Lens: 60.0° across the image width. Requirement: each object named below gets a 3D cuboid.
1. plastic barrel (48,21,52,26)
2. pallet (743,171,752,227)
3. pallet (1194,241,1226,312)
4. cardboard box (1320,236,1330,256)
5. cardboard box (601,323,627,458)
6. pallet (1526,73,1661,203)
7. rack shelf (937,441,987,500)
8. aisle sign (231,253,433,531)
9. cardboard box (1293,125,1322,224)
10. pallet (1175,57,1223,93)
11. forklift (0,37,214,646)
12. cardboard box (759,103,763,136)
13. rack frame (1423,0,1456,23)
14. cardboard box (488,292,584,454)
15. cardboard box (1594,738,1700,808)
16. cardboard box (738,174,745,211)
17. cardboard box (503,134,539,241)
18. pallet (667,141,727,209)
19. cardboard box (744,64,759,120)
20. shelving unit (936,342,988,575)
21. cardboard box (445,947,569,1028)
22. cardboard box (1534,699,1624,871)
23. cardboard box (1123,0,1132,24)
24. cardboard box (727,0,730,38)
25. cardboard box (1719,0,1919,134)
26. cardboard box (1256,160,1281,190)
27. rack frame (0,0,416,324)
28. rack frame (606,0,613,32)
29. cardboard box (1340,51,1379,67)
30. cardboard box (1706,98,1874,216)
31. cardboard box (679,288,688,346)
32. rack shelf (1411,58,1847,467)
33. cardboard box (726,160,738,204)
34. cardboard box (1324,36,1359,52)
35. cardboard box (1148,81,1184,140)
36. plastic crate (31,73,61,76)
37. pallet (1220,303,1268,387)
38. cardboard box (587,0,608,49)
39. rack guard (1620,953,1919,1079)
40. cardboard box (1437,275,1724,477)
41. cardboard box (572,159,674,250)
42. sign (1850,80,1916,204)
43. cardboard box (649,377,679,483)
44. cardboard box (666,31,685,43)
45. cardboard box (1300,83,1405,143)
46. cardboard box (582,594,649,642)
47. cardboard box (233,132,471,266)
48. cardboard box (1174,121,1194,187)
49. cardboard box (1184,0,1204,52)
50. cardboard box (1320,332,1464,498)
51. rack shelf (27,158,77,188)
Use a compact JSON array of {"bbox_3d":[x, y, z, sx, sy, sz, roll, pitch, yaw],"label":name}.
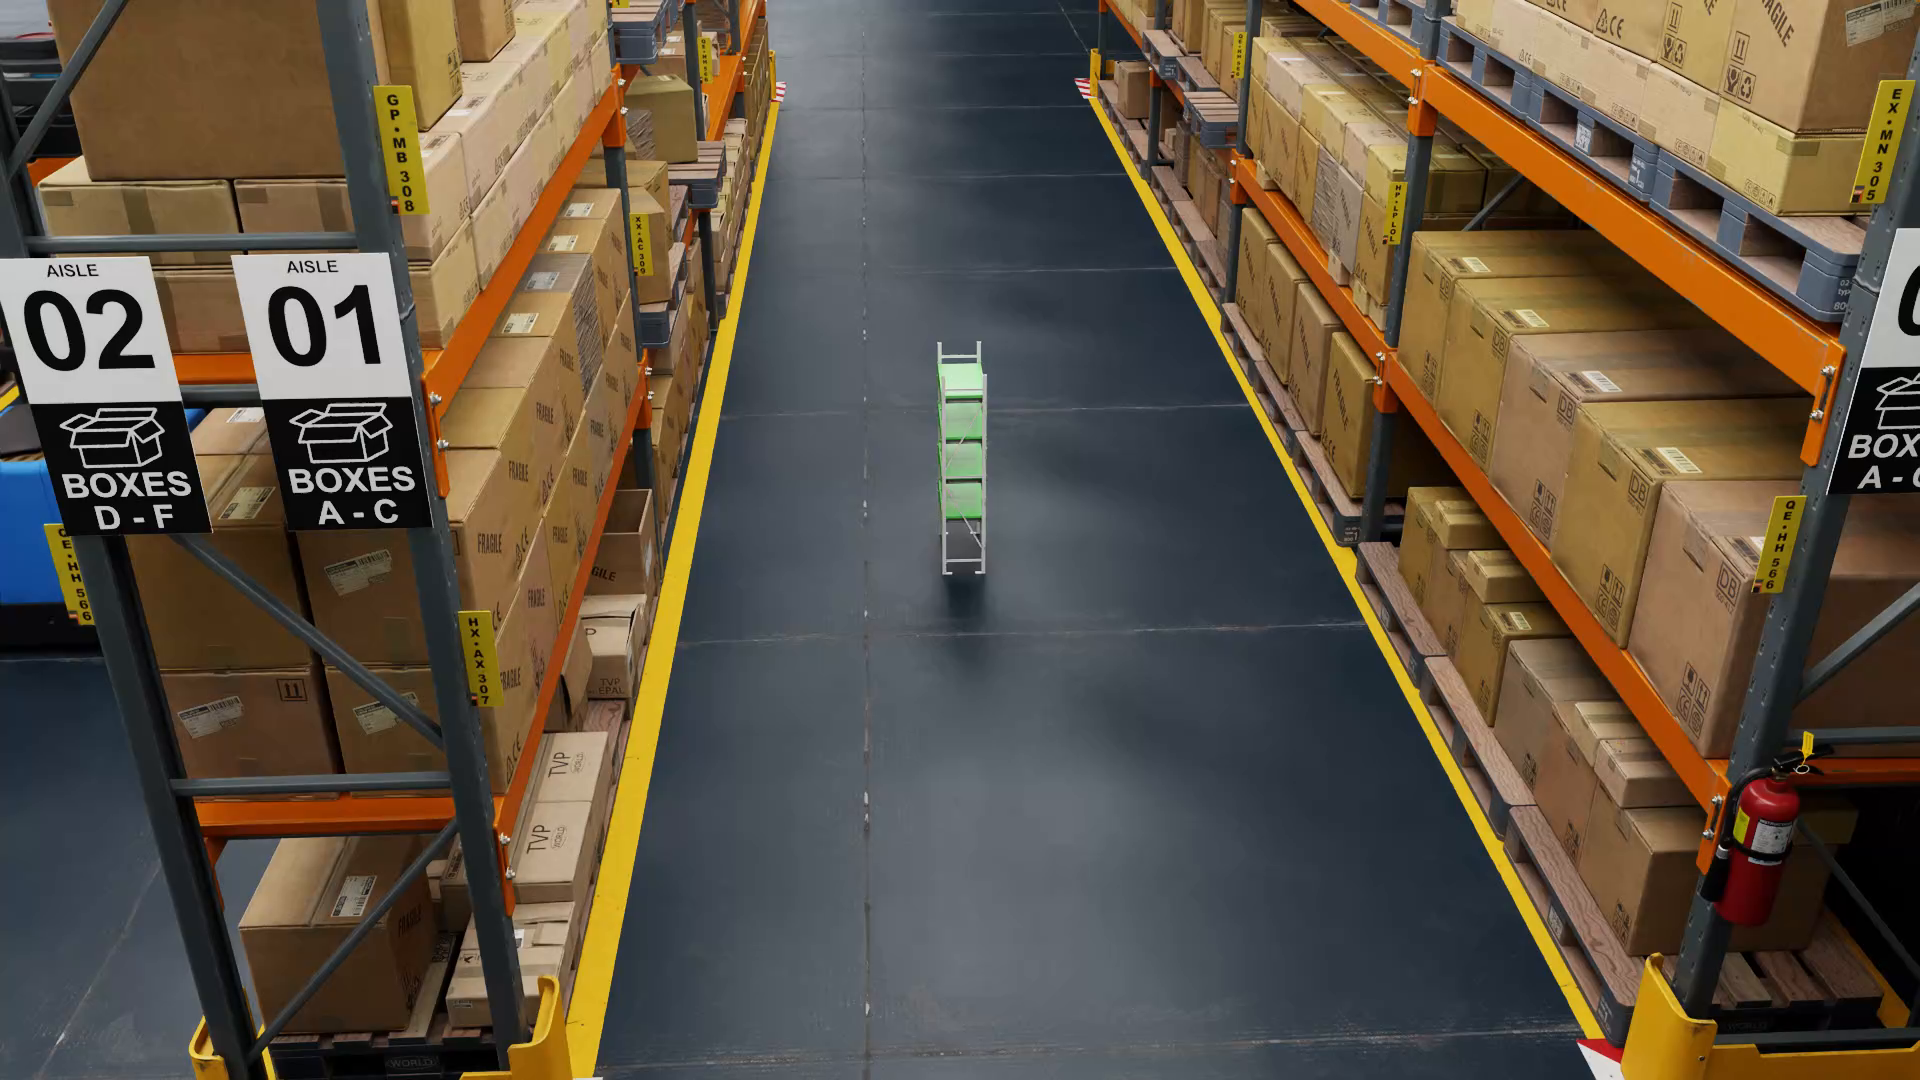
[{"bbox_3d":[-7.697,-4.288,14.581,0.433,0.535,0.433,0,28,0],"label":"plastic barrel"},{"bbox_3d":[-2.504,-3.217,15.690,1.003,0.211,1.213,-1,28,-3],"label":"pallet"},{"bbox_3d":[2.535,-2.191,13.723,1.003,0.211,1.213,-1,28,-3],"label":"pallet"},{"bbox_3d":[2.460,-1.854,10.311,0.380,0.149,0.250,-2,28,-4],"label":"cardboard box"},{"bbox_3d":[-1.853,-0.680,7.702,0.500,0.500,0.500,-1,28,-1],"label":"cardboard box"},{"bbox_3d":[2.876,-1.570,6.369,1.003,0.211,1.213,-1,28,-3],"label":"pallet"},{"bbox_3d":[0.009,-0.399,9.356,0.258,0.148,0.480,-1,28,-3],"label":"rack shelf"},{"bbox_3d":[-1.658,-0.379,4.422,0.394,0.787,0.004,-1,28,-3],"label":"aisle sign"},{"bbox_3d":[2.422,-2.310,10.484,0.500,0.500,0.500,-1,28,-1],"label":"cardboard box"},{"bbox_3d":[2.430,-3.895,14.182,1.003,0.211,1.213,-1,28,-3],"label":"pallet"},{"bbox_3d":[-4.596,-1.403,9.270,1.130,2.935,3.031,-2,28,-3],"label":"forklift"},{"bbox_3d":[-2.345,-4.443,17.545,0.500,0.250,0.500,-1,28,-3],"label":"cardboard box"},{"bbox_3d":[2.783,-3.880,7.457,1.000,3.000,0.127,-1,28,-3],"label":"rack frame"},{"bbox_3d":[-1.798,-0.657,6.577,0.500,0.500,0.500,-2,28,-3],"label":"cardboard box"},{"bbox_3d":[2.667,0.886,6.354,0.380,0.149,0.250,-2,28,-3],"label":"cardboard box"},{"bbox_3d":[-2.218,-3.105,14.980,0.500,0.250,0.500,-1,28,-2],"label":"cardboard box"},{"bbox_3d":[-1.769,-1.220,5.764,0.500,0.250,0.500,-1,28,-3],"label":"cardboard box"},{"bbox_3d":[-2.267,-2.549,11.601,1.213,0.211,1.003,-1,28,-3],"label":"pallet"},{"bbox_3d":[-2.327,-4.545,16.928,0.500,0.500,0.500,-1,28,-3],"label":"cardboard box"},{"bbox_3d":[0.009,-0.456,9.326,0.258,1.200,0.503,-1,28,-3],"label":"shelving unit"},{"bbox_3d":[-1.633,1.616,6.014,0.380,0.149,0.250,-1,28,-3],"label":"cardboard box"},{"bbox_3d":[2.829,0.998,6.842,0.700,0.500,0.500,-1,28,-3],"label":"cardboard box"},{"bbox_3d":[1.979,-5.530,17.250,0.500,0.250,0.500,-2,28,-3],"label":"cardboard box"},{"bbox_3d":[-2.645,-5.285,16.532,0.700,0.500,0.500,-2,28,-3],"label":"cardboard box"},{"bbox_3d":[2.681,-1.530,4.986,0.500,0.500,0.500,-1,28,-3],"label":"cardboard box"},{"bbox_3d":[2.294,-2.565,11.675,0.380,0.149,0.250,-1,28,-1],"label":"cardboard box"},{"bbox_3d":[-1.955,-1.911,3.683,1.000,3.000,0.127,-1,28,-3],"label":"rack frame"},{"bbox_3d":[-2.164,-3.758,7.225,1.000,3.000,0.127,-1,28,-3],"label":"rack frame"},{"bbox_3d":[2.880,-3.142,11.268,0.500,0.250,0.500,-2,28,-4],"label":"cardboard box"},{"bbox_3d":[2.689,-1.198,5.160,0.500,0.250,0.500,-1,28,-1],"label":"cardboard box"},{"bbox_3d":[-2.024,-1.440,10.684,0.500,0.250,0.500,-2,28,-4],"label":"cardboard box"},{"bbox_3d":[2.888,-1.307,6.546,1.077,0.370,4.000,-1,28,-3],"label":"rack shelf"},{"bbox_3d":[-2.194,-3.126,14.412,0.500,0.311,0.500,-2,28,-3],"label":"cardboard box"},{"bbox_3d":[2.857,-3.381,11.727,0.500,0.250,0.500,-1,28,-1],"label":"cardboard box"},{"bbox_3d":[2.271,-4.479,17.322,0.500,0.500,0.500,-3,28,-7],"label":"cardboard box"},{"bbox_3d":[-7.098,-3.610,13.358,0.402,0.464,0.583,-1,28,-3],"label":"plastic crate"},{"bbox_3d":[2.540,-1.465,12.330,1.003,0.211,1.213,-1,28,-3],"label":"pallet"},{"bbox_3d":[-1.867,-2.365,7.419,0.500,0.250,0.500,-1,28,-3],"label":"cardboard box"},{"bbox_3d":[2.993,1.747,5.860,1.175,0.500,0.348,-1,28,-3],"label":"rack guard"},{"bbox_3d":[2.828,-0.764,7.648,0.980,0.700,0.700,-2,28,-4],"label":"cardboard box"},{"bbox_3d":[-2.064,-1.869,9.528,0.700,0.500,0.500,3,28,5],"label":"cardboard box"},{"bbox_3d":[2.449,-1.053,4.410,0.100,0.325,0.005,-1,28,-3],"label":"sign"},{"bbox_3d":[-1.984,-0.660,10.000,0.500,0.500,0.500,-1,28,-2],"label":"cardboard box"},{"bbox_3d":[-2.504,-4.007,14.082,0.500,0.500,0.500,-1,28,-3],"label":"cardboard box"},{"bbox_3d":[2.432,-2.654,10.332,0.500,0.250,0.500,-2,28,-4],"label":"cardboard box"},{"bbox_3d":[-1.771,0.399,8.349,0.380,0.149,0.250,-1,28,-3],"label":"cardboard box"},{"bbox_3d":[-1.722,-0.980,4.763,0.500,0.250,0.500,-1,28,-3],"label":"cardboard box"},{"bbox_3d":[2.420,-3.661,15.754,0.700,0.500,0.500,0,28,-1],"label":"cardboard box"},{"bbox_3d":[2.380,-4.659,14.856,0.700,0.500,0.500,1,28,3],"label":"cardboard box"},{"bbox_3d":[2.619,-0.750,9.814,0.750,0.750,0.750,-1,28,-2],"label":"cardboard box"},{"bbox_3d":[-7.424,-3.432,13.865,1.077,0.370,4.000,-1,28,-3],"label":"rack shelf"}]
